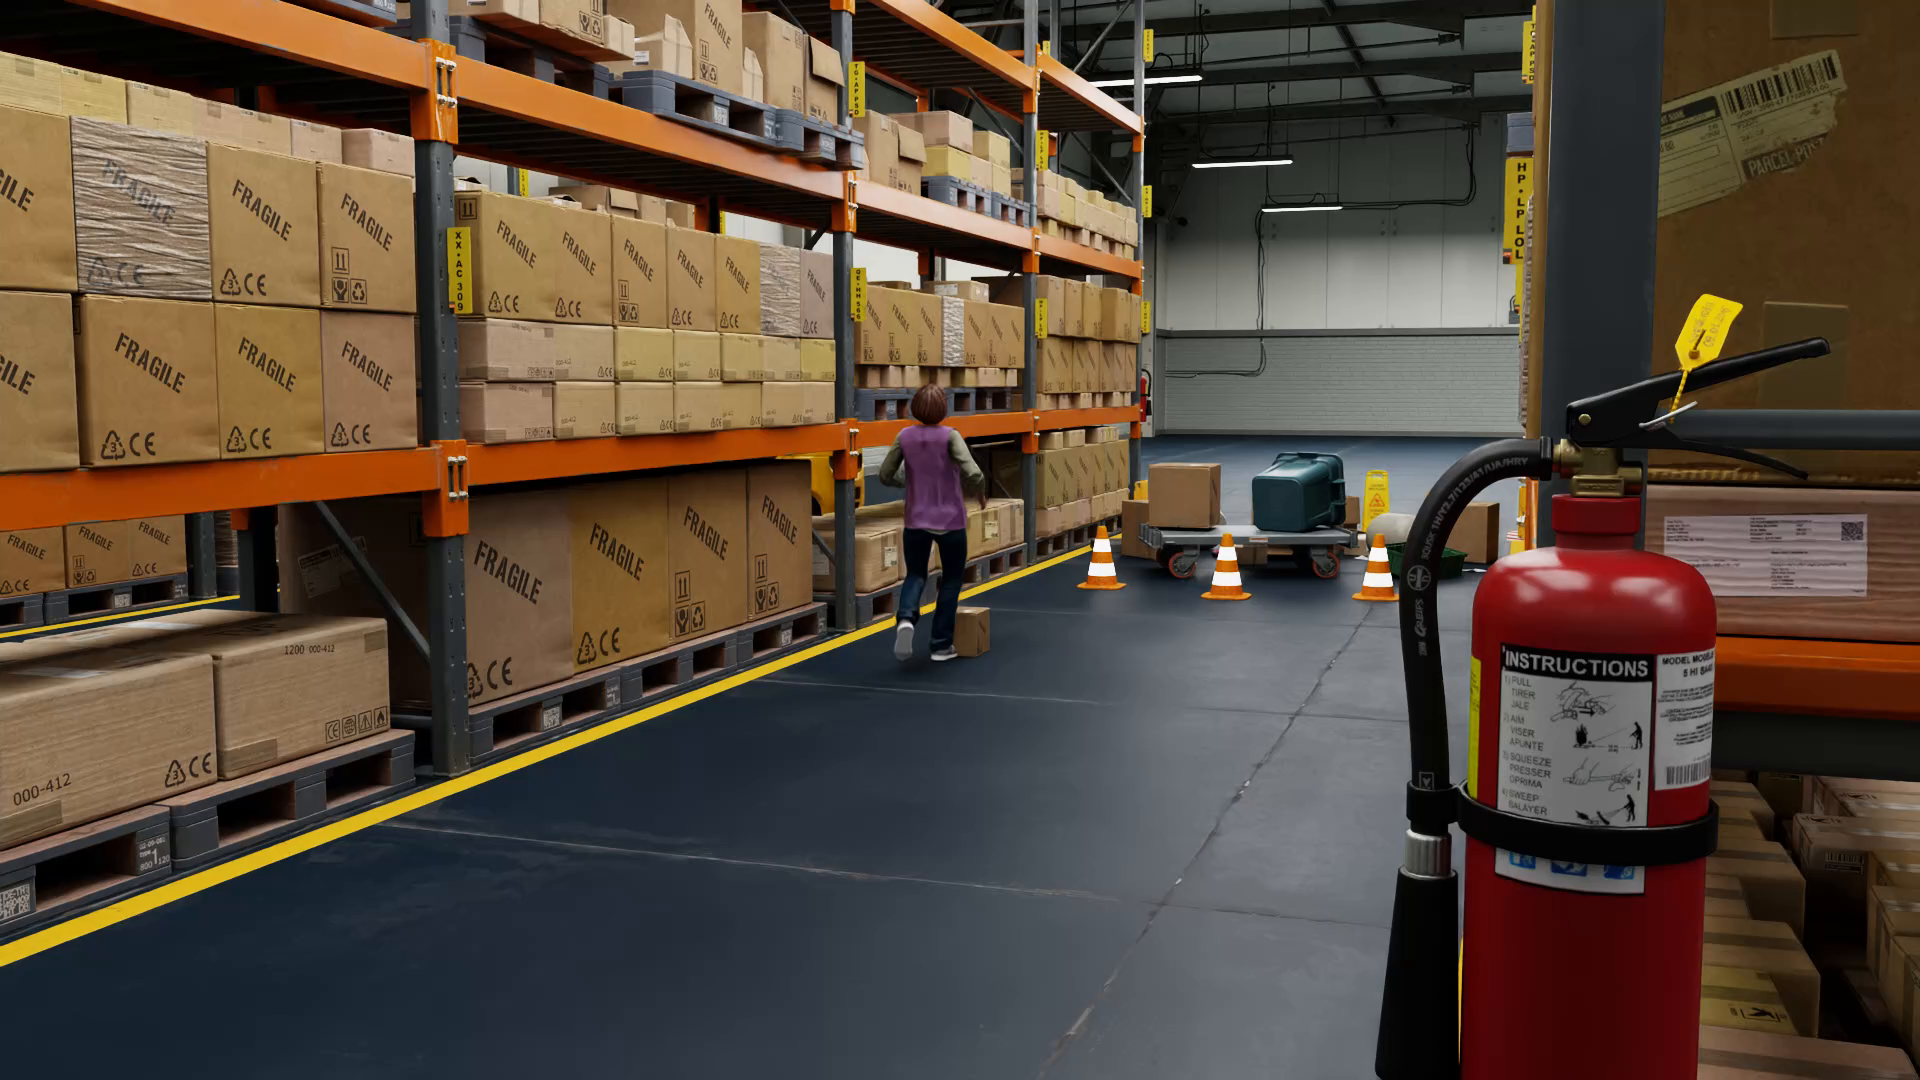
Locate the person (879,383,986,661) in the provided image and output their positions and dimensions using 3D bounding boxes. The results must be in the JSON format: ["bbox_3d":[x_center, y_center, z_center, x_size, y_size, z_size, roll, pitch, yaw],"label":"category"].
[{"bbox_3d":[-0.122,-0.085,9.089,0.610,1.537,0.620,1,6,13],"label":"person"}]
